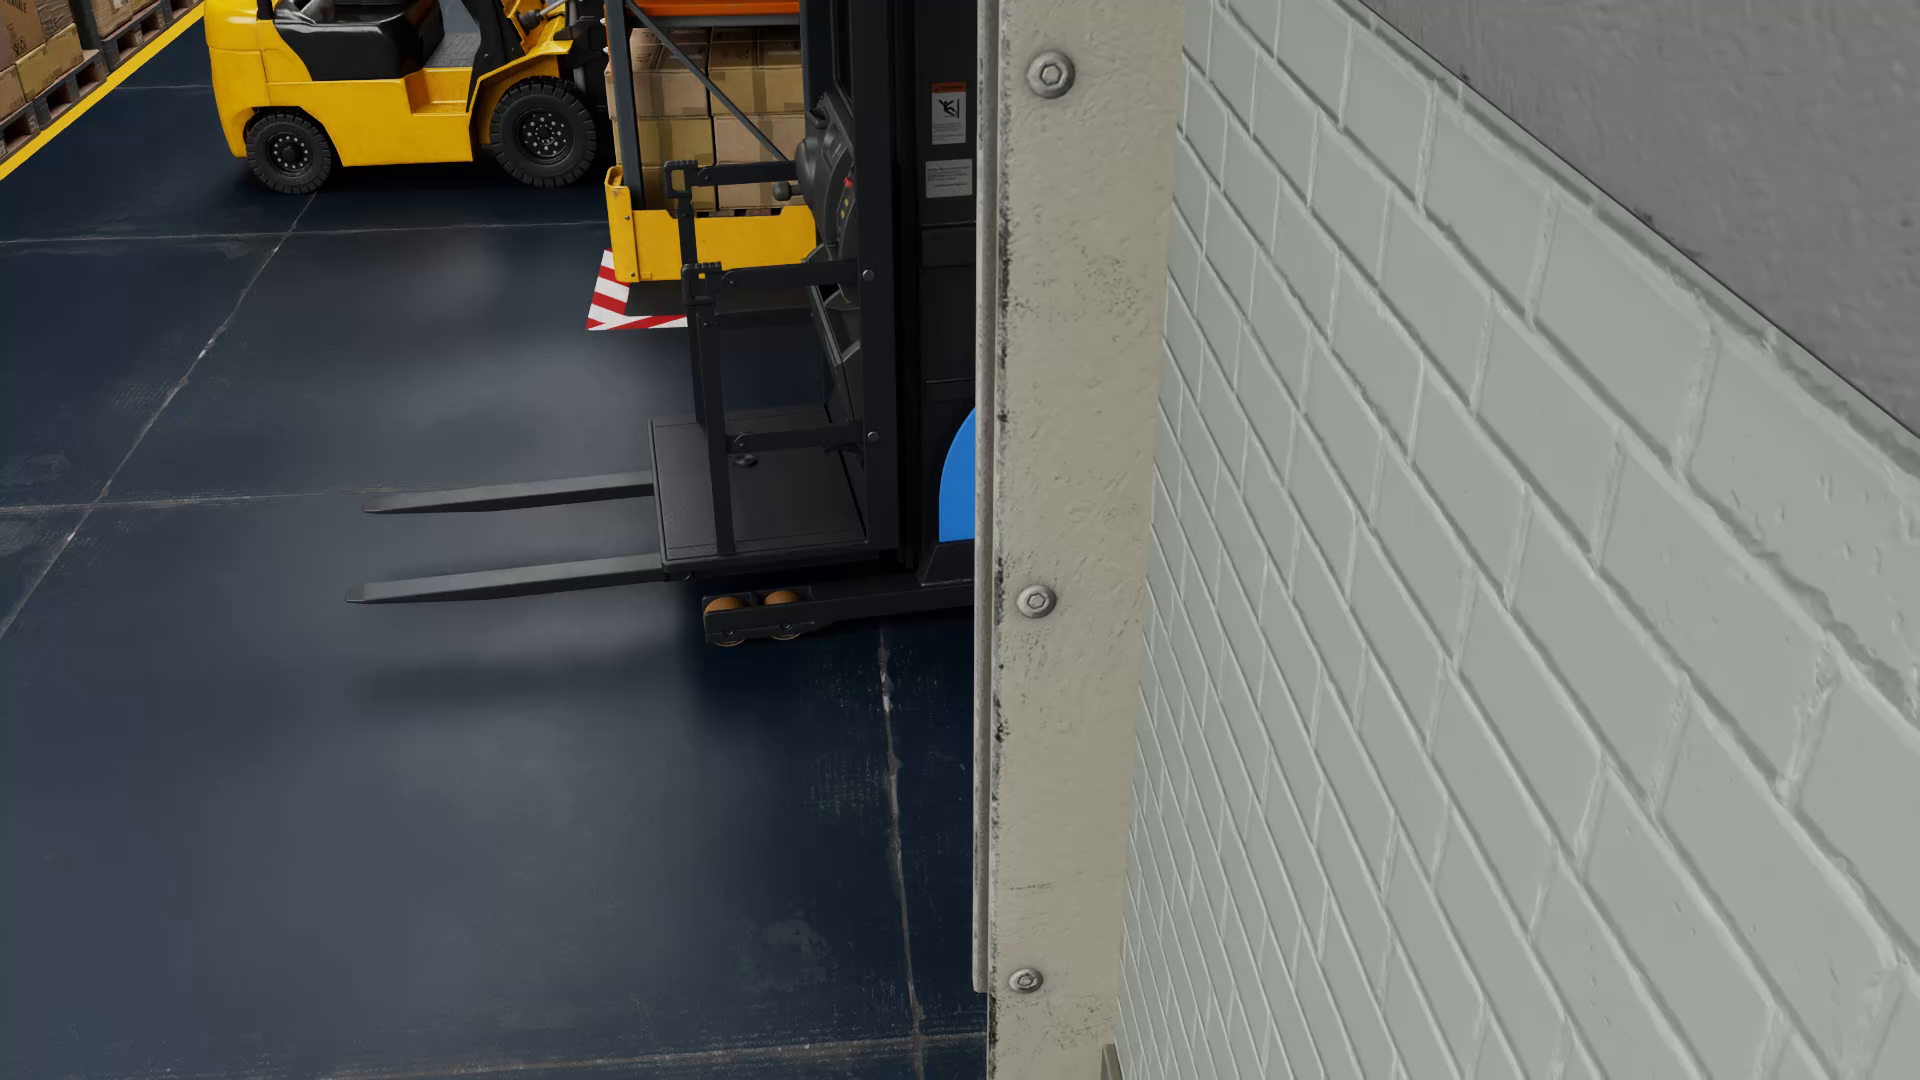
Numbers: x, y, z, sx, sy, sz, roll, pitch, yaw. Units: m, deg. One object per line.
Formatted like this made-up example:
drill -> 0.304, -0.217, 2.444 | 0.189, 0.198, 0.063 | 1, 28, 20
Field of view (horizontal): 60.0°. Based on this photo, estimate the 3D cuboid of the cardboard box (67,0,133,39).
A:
cardboard box -> -6.555, -3.842, 11.910 | 0.950, 0.372, 0.625 | -2, 31, -4

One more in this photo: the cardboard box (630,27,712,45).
cardboard box -> -1.596, -2.629, 9.024 | 0.500, 0.250, 0.500 | -2, 31, -4

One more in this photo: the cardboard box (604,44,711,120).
cardboard box -> -1.542, -2.369, 8.588 | 0.500, 0.250, 0.500 | -2, 31, -3

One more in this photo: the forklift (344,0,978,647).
forklift -> -0.616, -1.192, 5.388 | 3.031, 2.935, 1.130 | -6, 31, -10

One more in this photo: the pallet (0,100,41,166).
pallet -> -6.289, -2.360, 9.995 | 1.003, 0.211, 1.213 | -3, 31, -5

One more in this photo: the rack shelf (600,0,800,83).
rack shelf -> -1.375, -3.432, 9.772 | 1.077, 0.370, 4.000 | -3, 31, -5

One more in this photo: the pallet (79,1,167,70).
pallet -> -6.578, -3.723, 12.276 | 1.003, 0.211, 1.213 | -3, 31, -5

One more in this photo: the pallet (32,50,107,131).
pallet -> -6.406, -2.984, 11.040 | 1.003, 0.211, 1.213 | -3, 31, -5

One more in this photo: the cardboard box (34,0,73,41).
cardboard box -> -6.181, -3.555, 10.817 | 0.500, 0.500, 0.500 | -3, 31, -5

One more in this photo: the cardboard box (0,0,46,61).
cardboard box -> -6.132, -3.295, 10.382 | 0.500, 0.500, 0.500 | -2, 31, -4

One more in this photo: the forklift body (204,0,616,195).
forklift body -> -3.182, -3.236, 9.570 | 2.313, 2.155, 1.214 | -3, 31, -5

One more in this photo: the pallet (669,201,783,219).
pallet -> -1.302, -1.911, 9.244 | 1.003, 0.211, 1.213 | -3, 31, -5

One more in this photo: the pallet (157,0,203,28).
pallet -> -6.695, -4.347, 13.322 | 1.003, 0.211, 1.213 | -3, 31, -5

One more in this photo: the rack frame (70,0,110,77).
rack frame -> -6.504, -4.522, 10.896 | 1.000, 3.000, 0.127 | -3, 31, -5

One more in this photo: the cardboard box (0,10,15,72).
cardboard box -> -6.083, -3.035, 9.946 | 0.500, 0.500, 0.500 | -1, 31, -2

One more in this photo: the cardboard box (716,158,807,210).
cardboard box -> -1.040, -1.980, 8.911 | 0.500, 0.250, 0.500 | -3, 31, -4

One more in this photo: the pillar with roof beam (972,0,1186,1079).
pillar with roof beam -> -4.082, -2.424, 1.534 | 9.100, 9.000, 0.400 | -3, 31, -5

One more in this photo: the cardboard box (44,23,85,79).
cardboard box -> -6.181, -3.233, 11.010 | 0.500, 0.250, 0.500 | -1, 31, -2

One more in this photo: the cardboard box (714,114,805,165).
cardboard box -> -1.026, -2.184, 8.766 | 0.500, 0.250, 0.500 | -2, 31, -4

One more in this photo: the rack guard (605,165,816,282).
rack guard -> -1.186, -1.634, 8.499 | 1.175, 0.500, 0.348 | -3, 31, -5

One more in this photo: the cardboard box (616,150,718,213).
cardboard box -> -1.547, -1.944, 8.852 | 0.500, 0.250, 0.500 | -3, 31, -4

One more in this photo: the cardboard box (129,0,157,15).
cardboard box -> -6.626, -4.209, 12.524 | 0.950, 0.372, 0.625 | -1, 31, -1

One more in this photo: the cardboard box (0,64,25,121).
cardboard box -> -6.078, -2.702, 10.120 | 0.500, 0.250, 0.500 | -2, 31, -4

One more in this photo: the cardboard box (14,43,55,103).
cardboard box -> -6.121, -2.962, 10.555 | 0.500, 0.250, 0.500 | -4, 31, -6

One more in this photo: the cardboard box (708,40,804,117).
cardboard box -> -1.045, -2.403, 8.645 | 0.500, 0.250, 0.500 | -3, 31, -5

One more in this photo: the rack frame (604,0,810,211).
rack frame -> -1.188, -2.720, 7.878 | 1.000, 3.000, 0.127 | -3, 31, -5

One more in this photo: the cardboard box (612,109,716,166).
cardboard box -> -1.545, -2.168, 8.738 | 0.500, 0.250, 0.500 | -3, 31, -5

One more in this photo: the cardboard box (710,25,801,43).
cardboard box -> -1.095, -2.658, 9.072 | 0.500, 0.250, 0.500 | -3, 31, -5
